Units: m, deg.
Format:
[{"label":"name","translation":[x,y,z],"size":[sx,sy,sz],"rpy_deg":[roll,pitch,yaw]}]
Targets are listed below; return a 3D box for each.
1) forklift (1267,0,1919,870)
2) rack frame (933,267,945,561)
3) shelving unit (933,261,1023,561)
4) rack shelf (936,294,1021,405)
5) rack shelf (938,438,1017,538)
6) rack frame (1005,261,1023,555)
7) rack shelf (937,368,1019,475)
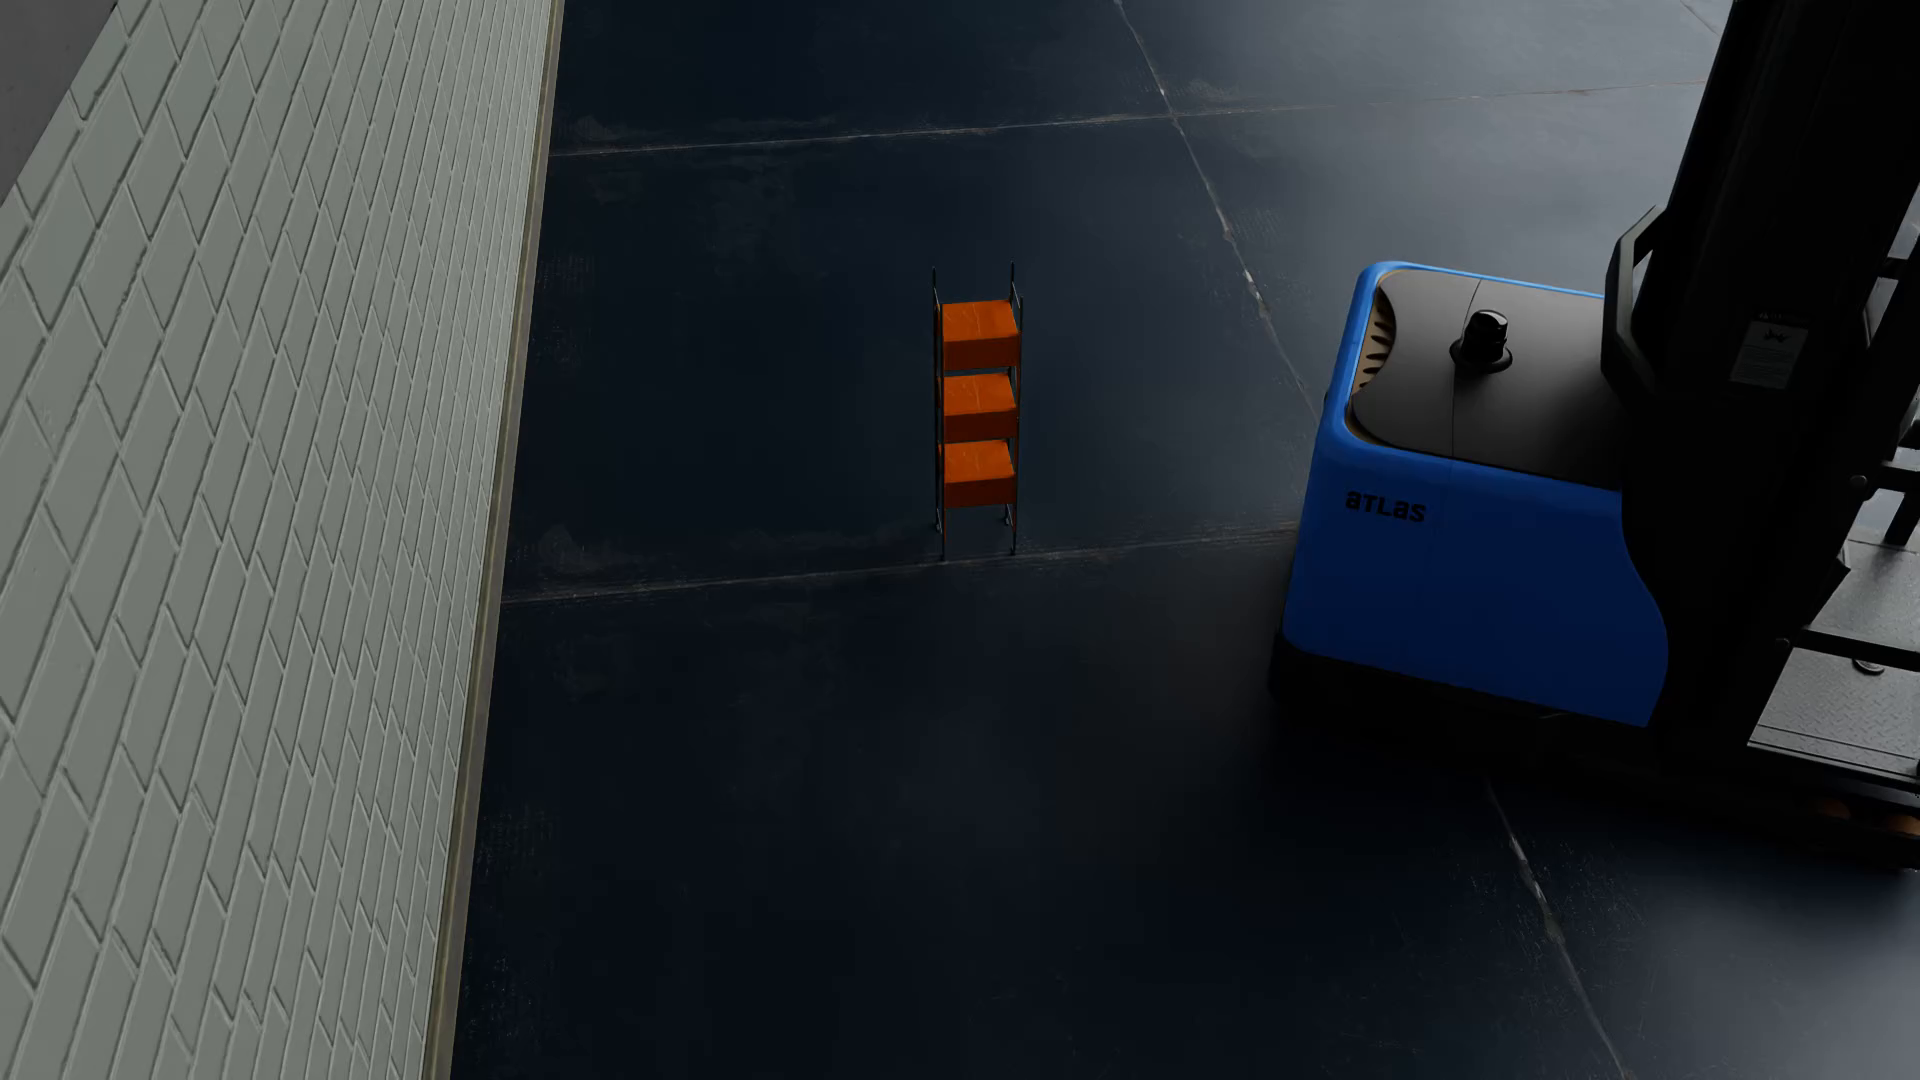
[{"label":"forklift","translation":[2.526,-0.557,4.180],"size":[3.031,2.935,1.130],"rpy_deg":[12,43,13]},{"label":"rack frame","translation":[-0.068,-0.384,5.392],"size":[0.008,1.050,0.200],"rpy_deg":[-5,42,-6]},{"label":"shelving unit","translation":[0.053,-0.394,5.404],"size":[0.252,1.050,0.215],"rpy_deg":[-5,42,-6]},{"label":"rack shelf","translation":[0.053,-0.597,5.221],"size":[0.240,0.259,0.215],"rpy_deg":[-5,42,-6]},{"label":"rack shelf","translation":[0.053,-0.180,5.597],"size":[0.240,0.259,0.215],"rpy_deg":[-5,42,-6]},{"label":"rack frame","translation":[0.174,-0.405,5.415],"size":[0.008,1.050,0.200],"rpy_deg":[-5,42,-6]},{"label":"rack shelf","translation":[0.053,-0.387,5.411],"size":[0.240,0.259,0.215],"rpy_deg":[-5,42,-6]}]
